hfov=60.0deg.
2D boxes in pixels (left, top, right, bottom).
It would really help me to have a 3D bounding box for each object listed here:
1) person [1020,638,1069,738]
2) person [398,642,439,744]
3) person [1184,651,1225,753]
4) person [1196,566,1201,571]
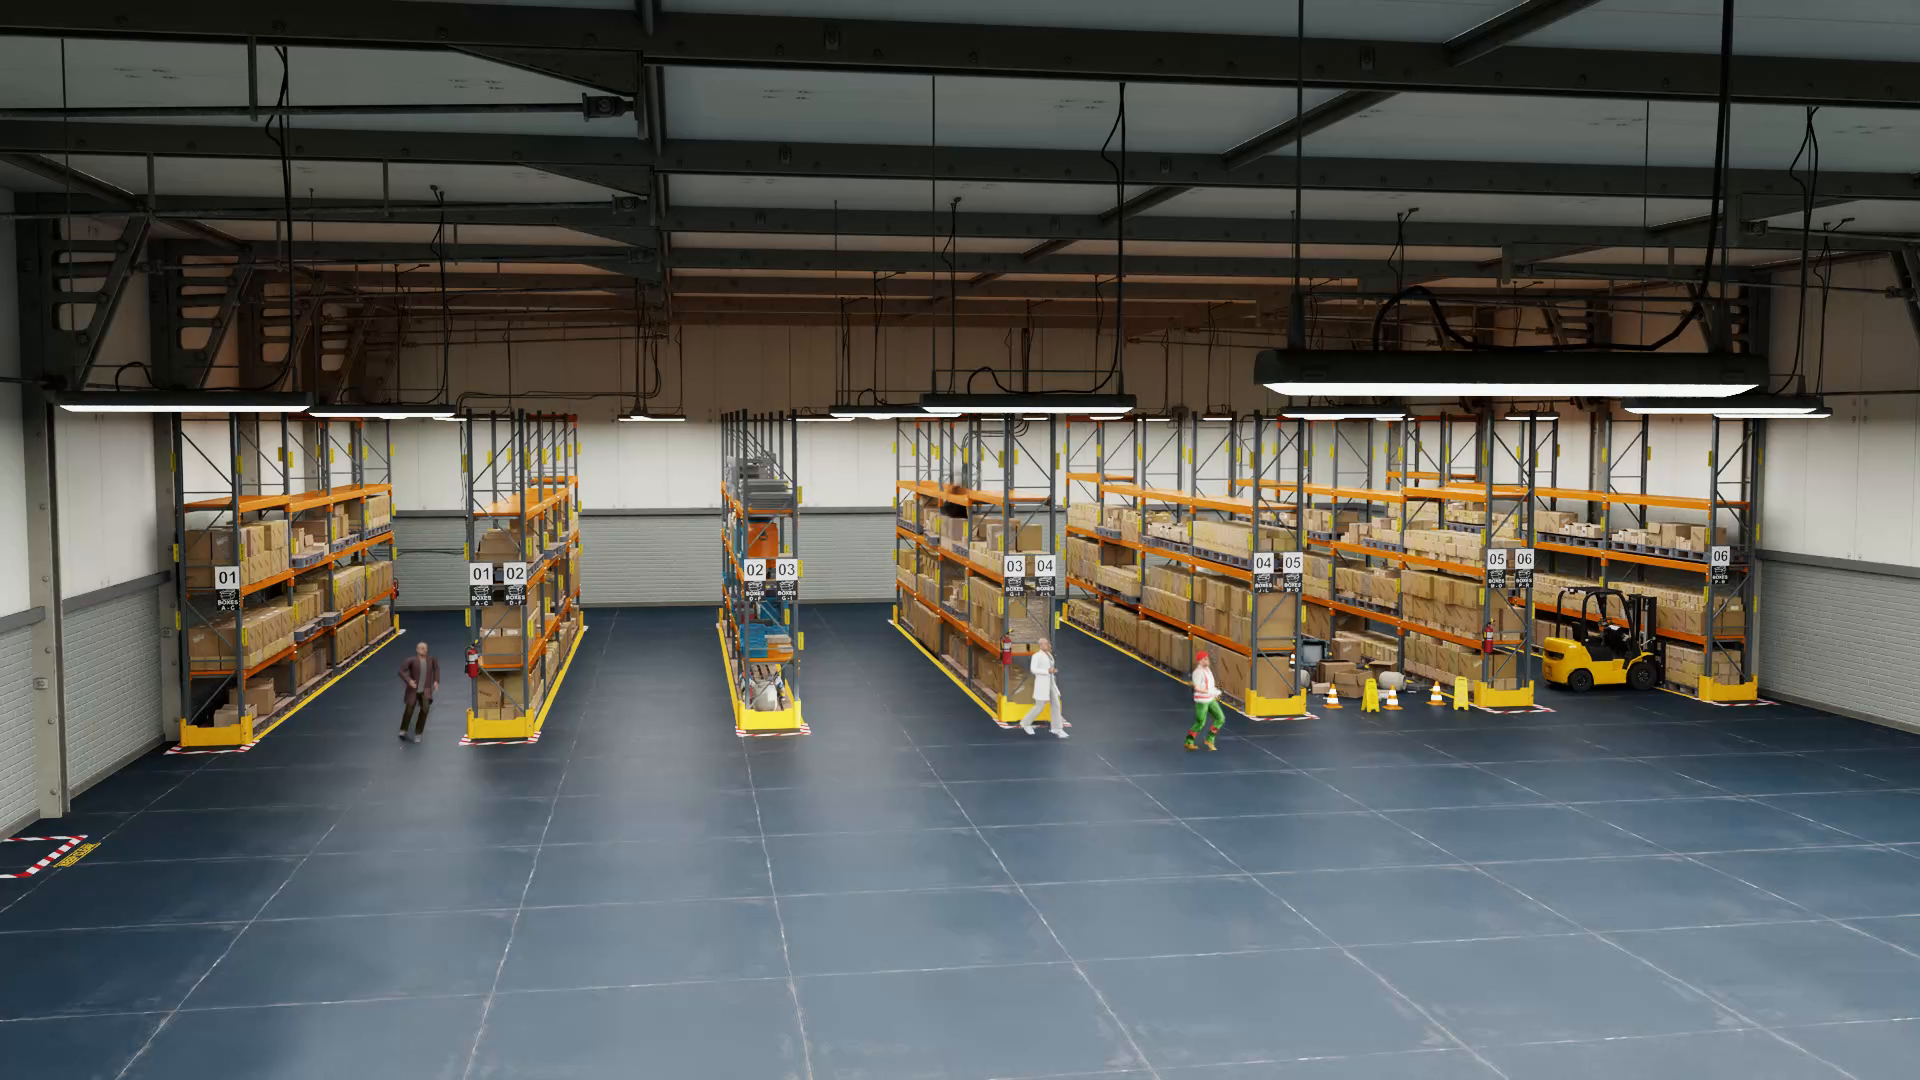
[{"bbox_3d":[1.534,2.806,30.415,0.944,1.587,0.713,3,5,36],"label":"person"},{"bbox_3d":[-9.798,2.756,30.157,0.768,1.803,0.748,-2,5,-30],"label":"person"},{"bbox_3d":[4.269,2.821,28.993,0.720,1.788,0.664,3,5,36],"label":"person"},{"bbox_3d":[7.078,1.328,50.572,0.598,1.740,0.652,-1,4,-11],"label":"person"}]
